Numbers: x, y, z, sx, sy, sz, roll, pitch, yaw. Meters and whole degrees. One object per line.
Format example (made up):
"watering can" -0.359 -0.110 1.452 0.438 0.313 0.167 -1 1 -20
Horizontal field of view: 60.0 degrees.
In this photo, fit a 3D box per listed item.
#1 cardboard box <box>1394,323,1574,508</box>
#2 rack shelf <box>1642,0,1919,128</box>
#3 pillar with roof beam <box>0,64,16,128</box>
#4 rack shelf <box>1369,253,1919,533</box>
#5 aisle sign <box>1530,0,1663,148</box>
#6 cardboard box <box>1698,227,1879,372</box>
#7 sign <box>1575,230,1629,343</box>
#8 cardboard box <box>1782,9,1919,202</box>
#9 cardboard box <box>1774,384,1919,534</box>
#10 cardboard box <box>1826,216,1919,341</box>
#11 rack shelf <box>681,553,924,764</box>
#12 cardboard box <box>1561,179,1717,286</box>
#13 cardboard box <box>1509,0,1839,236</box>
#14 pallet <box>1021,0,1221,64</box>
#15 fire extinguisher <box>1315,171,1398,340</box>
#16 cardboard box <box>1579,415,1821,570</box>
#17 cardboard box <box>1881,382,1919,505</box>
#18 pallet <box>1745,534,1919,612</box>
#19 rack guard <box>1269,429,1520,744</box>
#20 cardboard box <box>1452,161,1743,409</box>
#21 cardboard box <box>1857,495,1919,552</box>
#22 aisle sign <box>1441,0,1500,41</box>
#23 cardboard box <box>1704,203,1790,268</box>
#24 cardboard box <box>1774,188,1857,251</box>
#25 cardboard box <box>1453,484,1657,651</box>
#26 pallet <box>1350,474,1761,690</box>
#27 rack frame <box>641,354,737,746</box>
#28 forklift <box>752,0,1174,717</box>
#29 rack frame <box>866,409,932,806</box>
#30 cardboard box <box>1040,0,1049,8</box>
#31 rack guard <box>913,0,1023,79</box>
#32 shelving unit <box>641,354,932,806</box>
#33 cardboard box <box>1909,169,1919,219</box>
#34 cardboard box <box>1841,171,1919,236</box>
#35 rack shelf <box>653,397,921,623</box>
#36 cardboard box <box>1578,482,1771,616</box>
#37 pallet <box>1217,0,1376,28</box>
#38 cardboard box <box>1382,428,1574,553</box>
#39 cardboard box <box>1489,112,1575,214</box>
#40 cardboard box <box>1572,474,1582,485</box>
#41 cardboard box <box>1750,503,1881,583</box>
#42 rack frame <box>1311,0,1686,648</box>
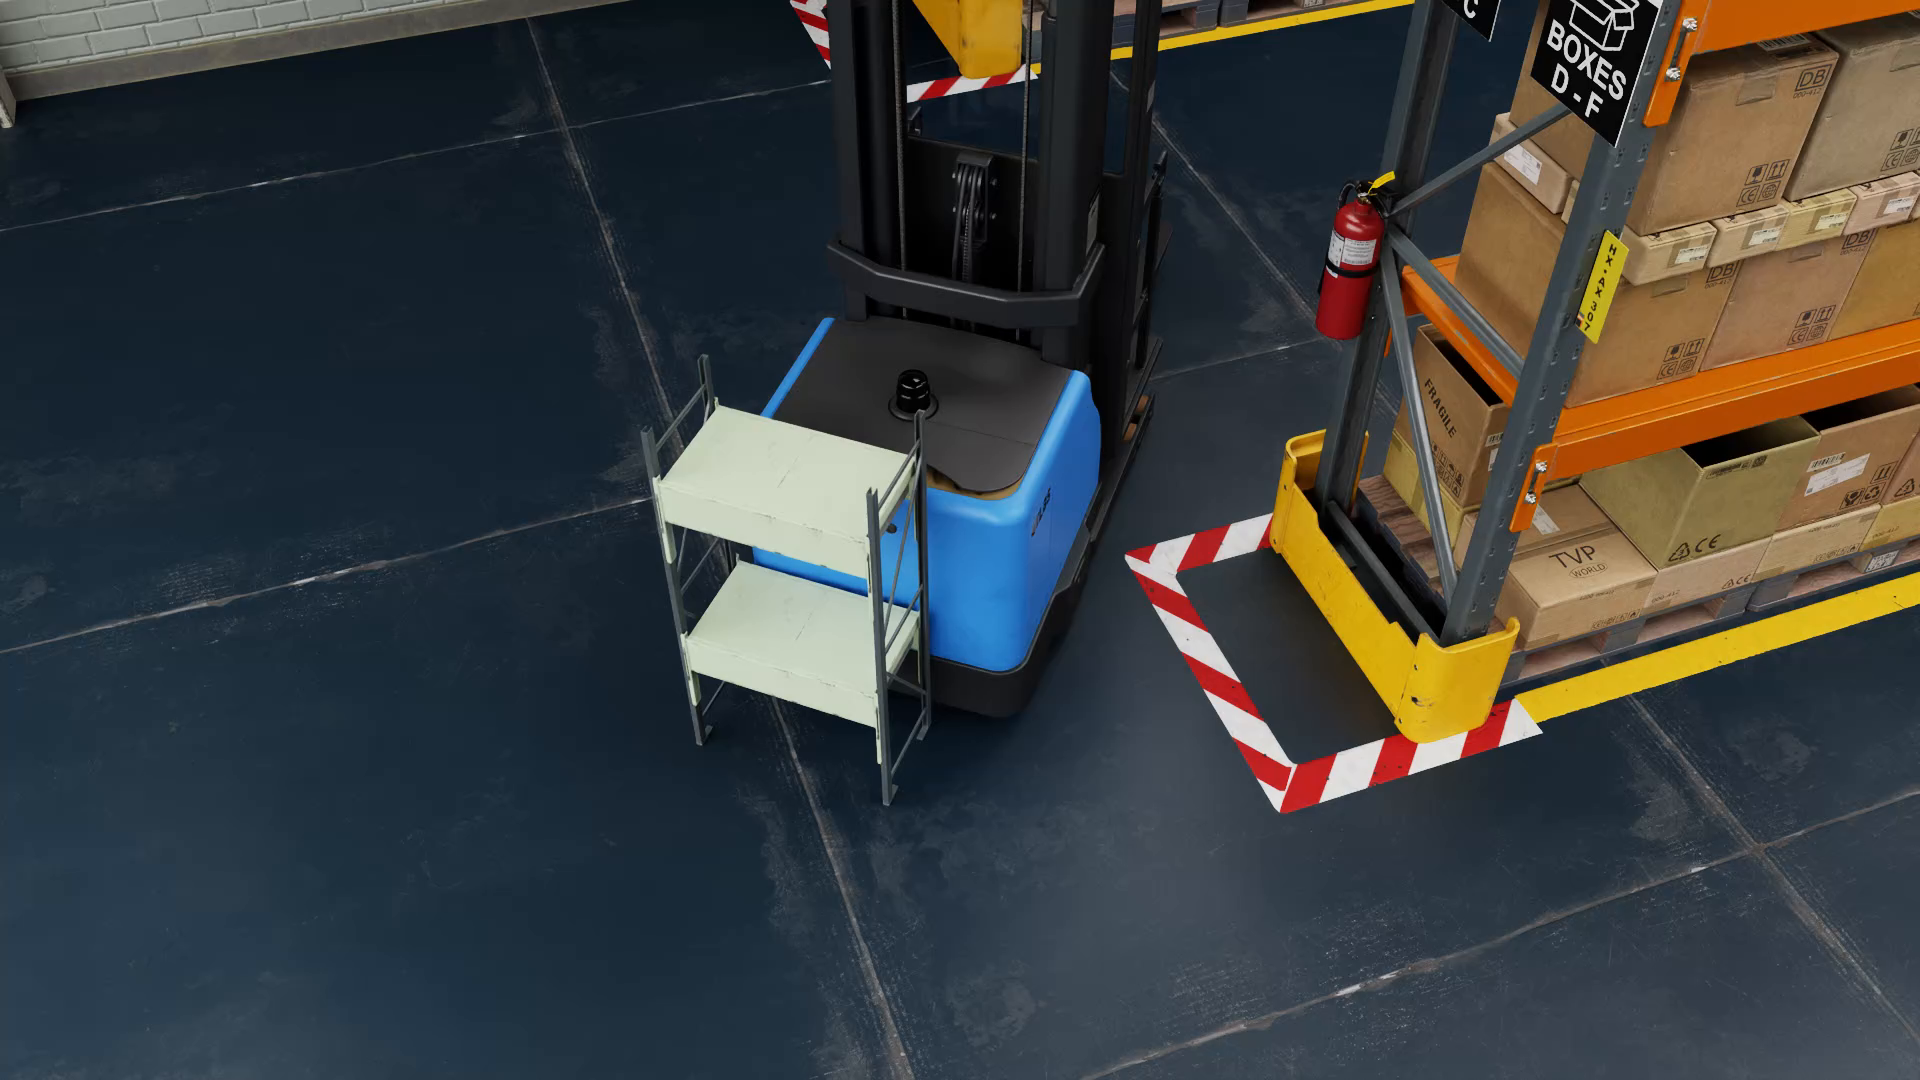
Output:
"cardboard box" 2.022 -0.515 6.261 0.500 0.500 0.500 -14 47 -14
"rack shelf" 3.500 -2.032 5.047 4.000 0.370 1.077 -14 47 -14
"pillar with roof beam" -3.884 -2.596 2.984 0.400 9.000 9.100 -14 47 -14
"rack shelf" 3.500 -0.973 6.110 4.000 0.370 1.077 -14 47 -14
"aisle sign" 1.661 -1.443 4.235 0.004 0.787 0.394 -14 47 -14
"cardboard box" 2.554 -1.014 5.572 0.500 0.500 0.700 -13 47 -13
"sign" 1.801 -0.708 4.671 0.005 0.325 0.100 -14 47 -14
"cardboard box" 2.604 -1.485 5.126 0.500 0.500 0.700 -15 47 -15
"cardboard box" 3.134 -0.419 6.165 0.500 0.500 0.500 -14 47 -14
"cardboard box" 3.023 -1.130 5.688 0.500 0.500 0.700 -14 47 -14
"rack shelf" -0.528 0.404 5.748 0.720 0.370 0.431 15 47 15
"cardboard box" 2.061 -0.961 5.061 0.250 0.149 0.380 -15 47 -14
"cardboard box" 2.112 -1.355 4.997 0.500 0.500 0.700 -14 47 -14
"pallet" 0.781 -3.251 9.841 1.213 0.211 1.003 -14 47 -14
"fire extinguisher" 1.349 -0.999 5.683 0.183 0.674 0.296 -14 47 -14
"cardboard box" 2.668 -0.290 6.037 0.500 0.500 0.500 -14 47 -14
"cardboard box" 3.610 -0.528 6.274 0.500 0.500 0.500 -14 47 -14
"pallet" 3.469 -0.264 6.864 1.213 0.211 1.003 -14 47 -14
"rack guard" 1.596 0.143 6.255 0.348 0.500 1.175 -14 47 -14
"cardboard box" 2.062 -0.885 5.443 0.500 0.500 0.700 -14 47 -14
"cardboard box" 3.610 -0.264 6.540 0.500 0.250 0.500 -14 47 -14
"aisle sign" 1.457 -1.843 4.634 0.004 0.787 0.394 -14 47 -14
"cardboard box" 2.308 -1.026 5.126 0.250 0.149 0.380 -15 47 -15
"cardboard box" 2.543 -1.085 5.185 0.250 0.149 0.380 -14 47 -14
"cardboard box" 2.198 0.096 6.181 0.500 0.250 0.500 -14 47 -14
"pallet" 2.323 0.027 6.574 1.213 0.211 1.003 -14 47 -14
"rack frame" -0.869 0.080 5.611 0.023 1.500 0.400 15 47 15
"forklift" 0.205 -1.457 6.133 1.130 2.935 3.031 14 47 13
"rack frame" -0.187 0.268 5.424 0.023 1.500 0.400 15 47 15
"cardboard box" 0.614 -3.358 9.566 0.500 0.311 0.500 -19 48 -18
"rack guard" 0.004 -3.181 9.567 0.348 0.500 1.175 -14 47 -14
"shelving unit" -0.528 0.174 5.517 0.755 1.500 0.431 15 47 15
"cardboard box" 3.031 -1.210 5.310 0.250 0.149 0.380 -16 47 -15
"cardboard box" 2.781 -1.144 5.244 0.250 0.149 0.380 -15 47 -14
"rack shelf" -0.528 -0.101 5.241 0.720 0.370 0.431 15 47 15
"cardboard box" 2.667 -0.027 6.304 0.500 0.250 0.500 -14 47 -14
"pallet" 1.926 -3.541 10.131 1.213 0.211 1.003 -14 47 -14
"cardboard box" 2.022 -0.249 6.525 0.500 0.250 0.500 -14 47 -14
"cardboard box" 1.913 -1.229 5.328 0.250 0.149 0.380 -15 47 -15
"cardboard box" 2.489 -0.377 6.653 0.500 0.250 0.500 -14 47 -14
"cardboard box" 3.138 -0.147 6.423 0.500 0.250 0.500 -14 47 -14
"rack frame" 1.618 -0.746 5.375 0.127 3.000 1.000 -14 47 -14
